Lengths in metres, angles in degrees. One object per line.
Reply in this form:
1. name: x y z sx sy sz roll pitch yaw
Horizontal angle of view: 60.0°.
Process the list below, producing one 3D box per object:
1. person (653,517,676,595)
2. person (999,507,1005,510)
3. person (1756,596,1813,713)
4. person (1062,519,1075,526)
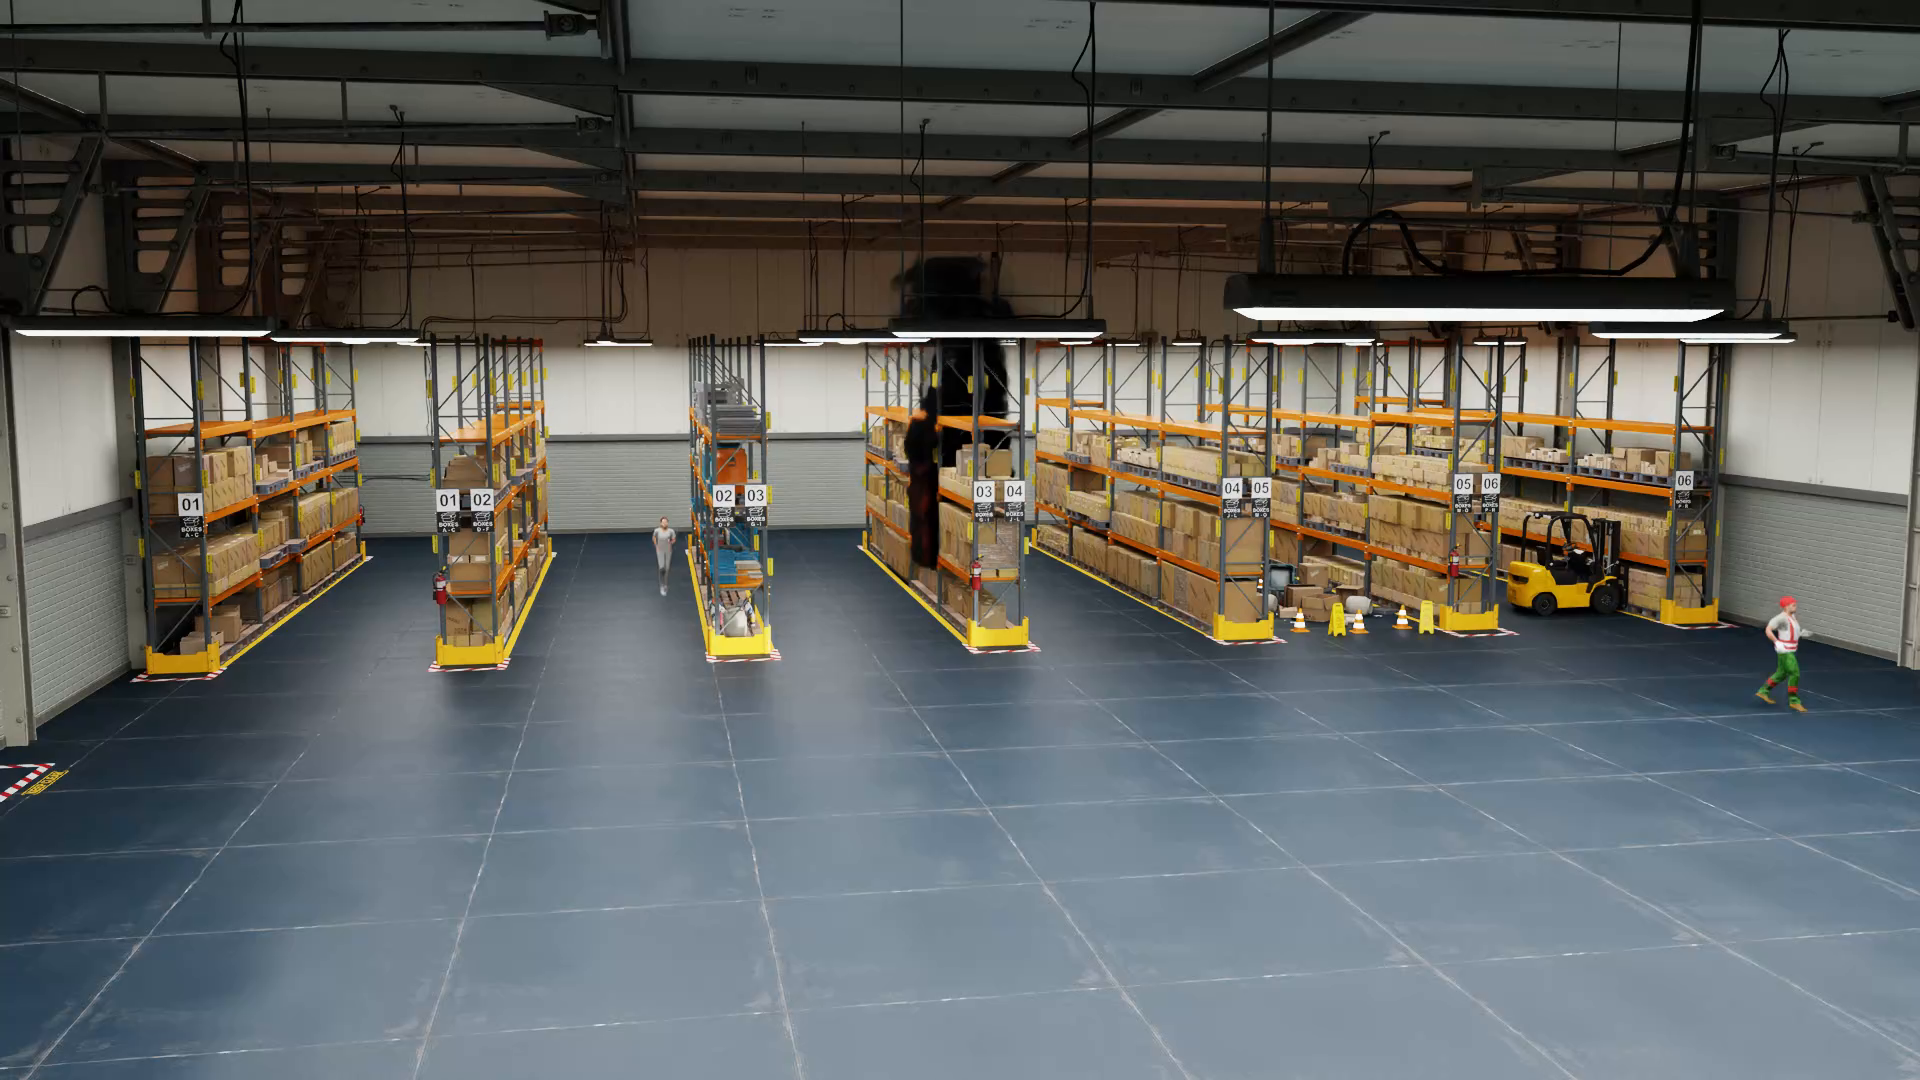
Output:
1. person: -6.655 0.341 37.519 0.480 1.756 0.792 -2 7 -19
2. person: 0.928 -0.641 48.235 0.801 1.698 0.834 1 7 11
3. person: 13.139 1.798 26.474 0.814 1.824 0.640 5 8 39
4. person: 3.266 -0.760 49.671 0.755 1.585 0.538 3 7 24
